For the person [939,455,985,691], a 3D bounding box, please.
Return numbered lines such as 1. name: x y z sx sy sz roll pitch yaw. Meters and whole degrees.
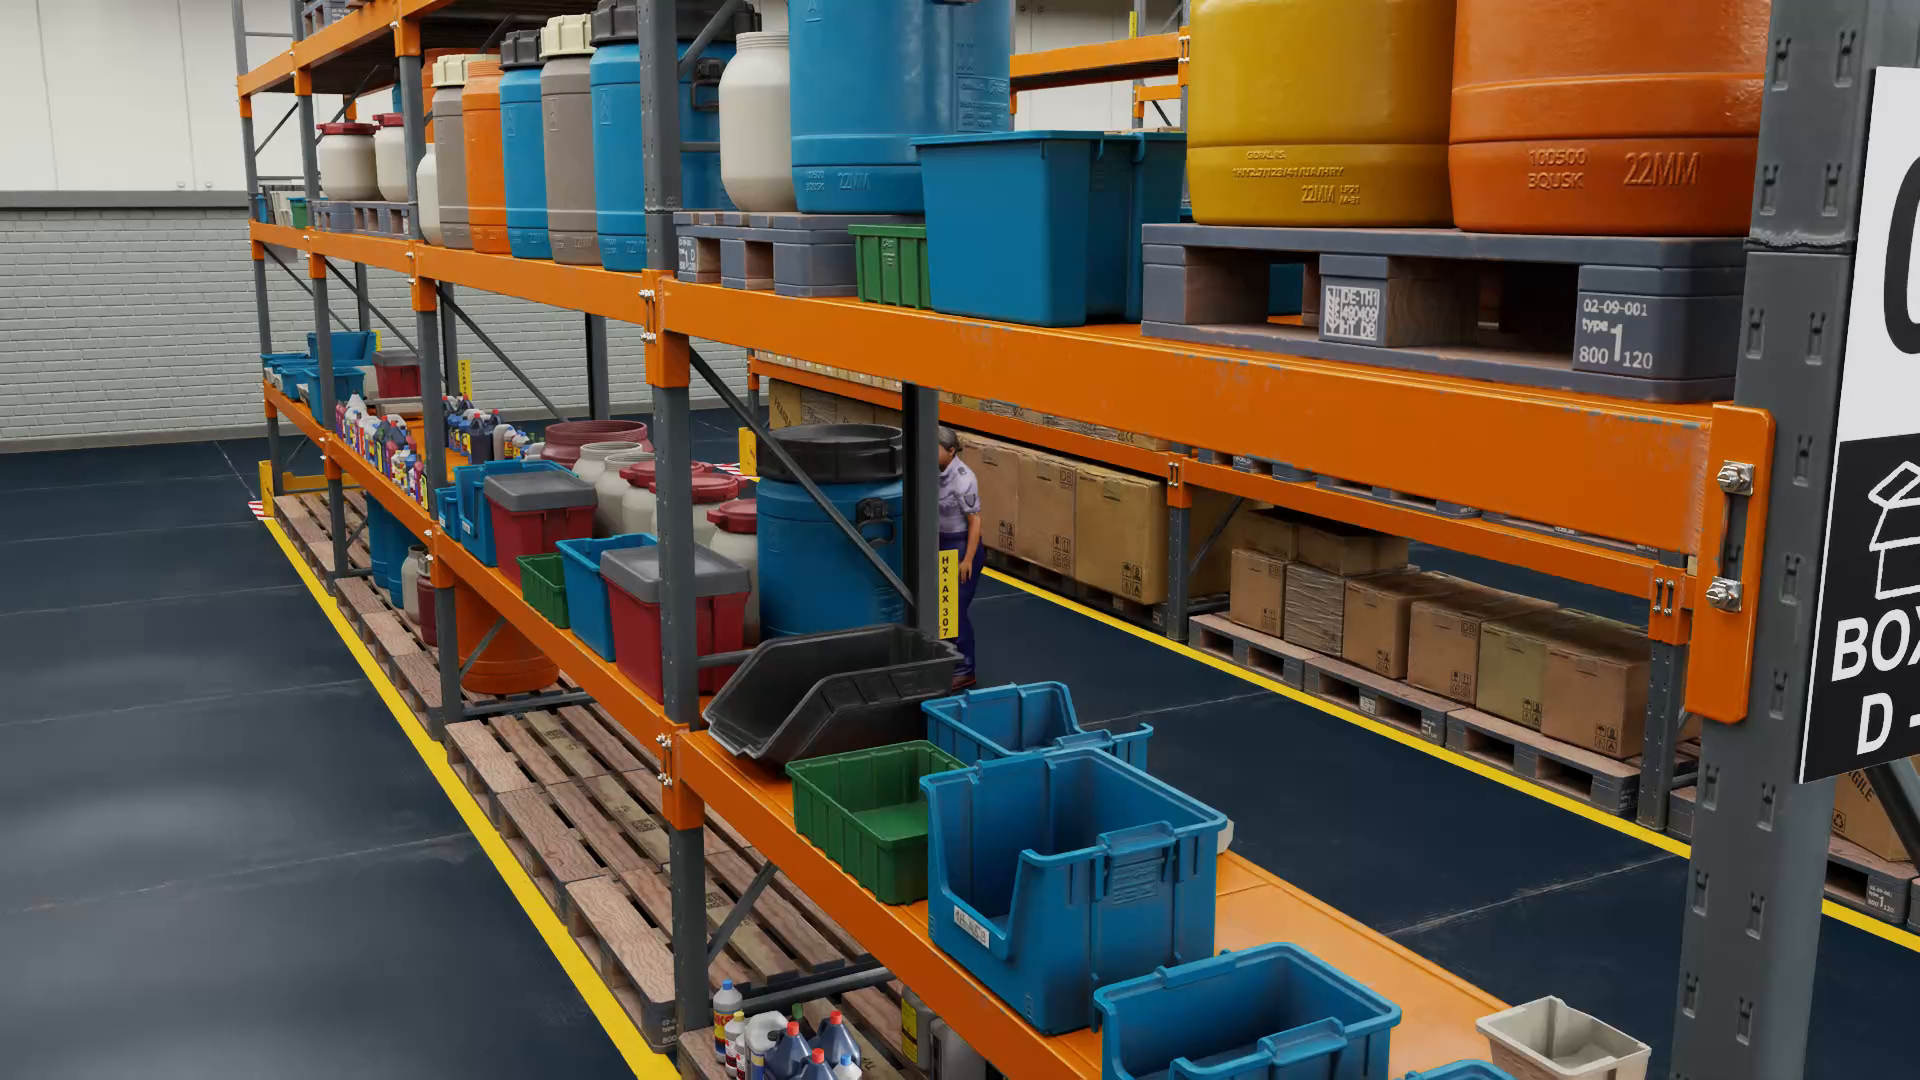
1. person: -0.071 0.183 10.524 0.373 1.476 0.549 -7 14 -31
